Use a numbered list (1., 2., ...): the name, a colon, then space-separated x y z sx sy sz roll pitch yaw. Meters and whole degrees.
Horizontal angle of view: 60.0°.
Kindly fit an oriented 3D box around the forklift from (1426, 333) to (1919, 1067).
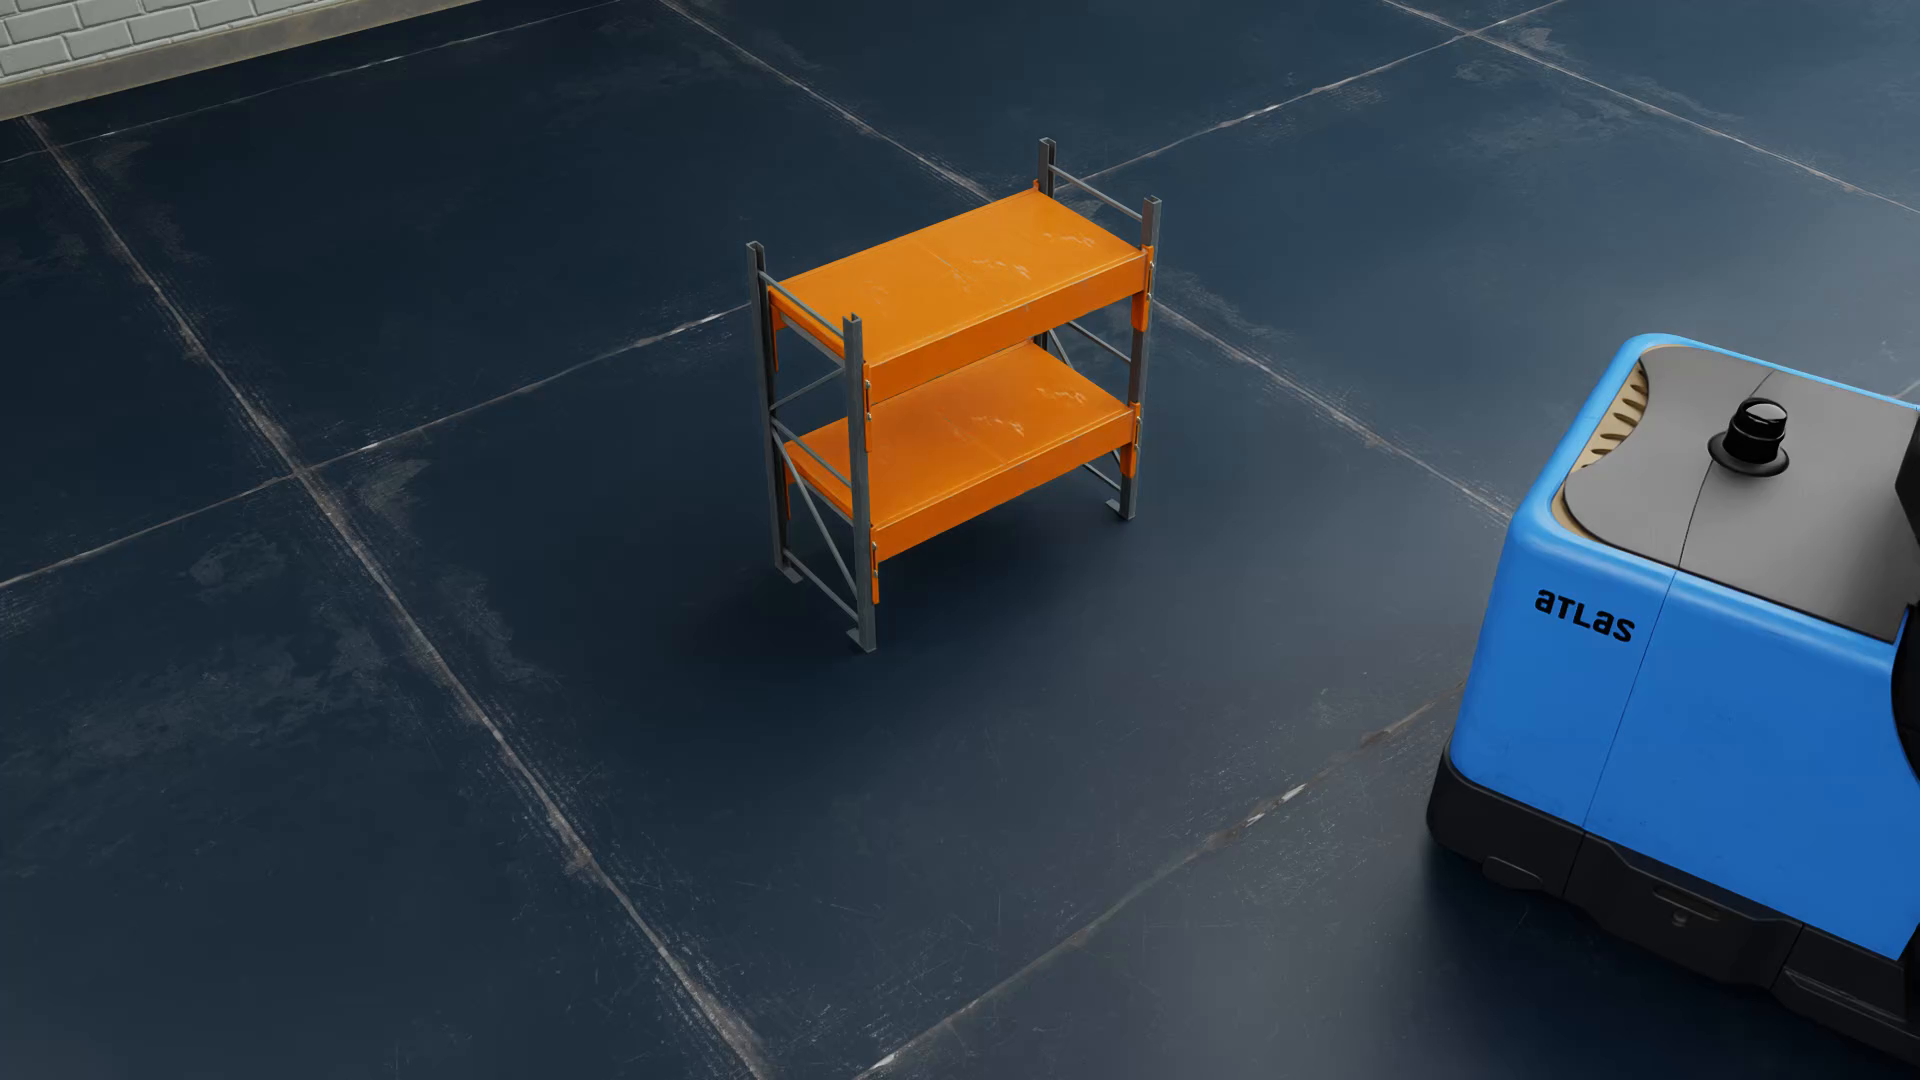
1. forklift: 2.708 -0.085 3.043 3.031 2.935 1.130 22 44 25

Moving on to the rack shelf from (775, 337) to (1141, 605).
1. rack shelf: -0.005 -0.243 5.045 1.000 0.278 0.538 -26 46 -28

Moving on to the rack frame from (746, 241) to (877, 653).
1. rack frame: -0.408 -0.236 4.651 0.032 1.125 0.500 -26 46 -28

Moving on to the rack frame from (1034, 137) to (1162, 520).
1. rack frame: 0.398 -0.629 5.130 0.032 1.125 0.500 -26 46 -28

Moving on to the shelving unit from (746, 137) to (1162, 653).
1. shelving unit: -0.005 -0.432 4.890 1.048 1.125 0.538 -26 46 -28

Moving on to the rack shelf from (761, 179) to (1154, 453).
1. rack shelf: -0.005 -0.659 4.704 1.000 0.278 0.538 -26 46 -28
